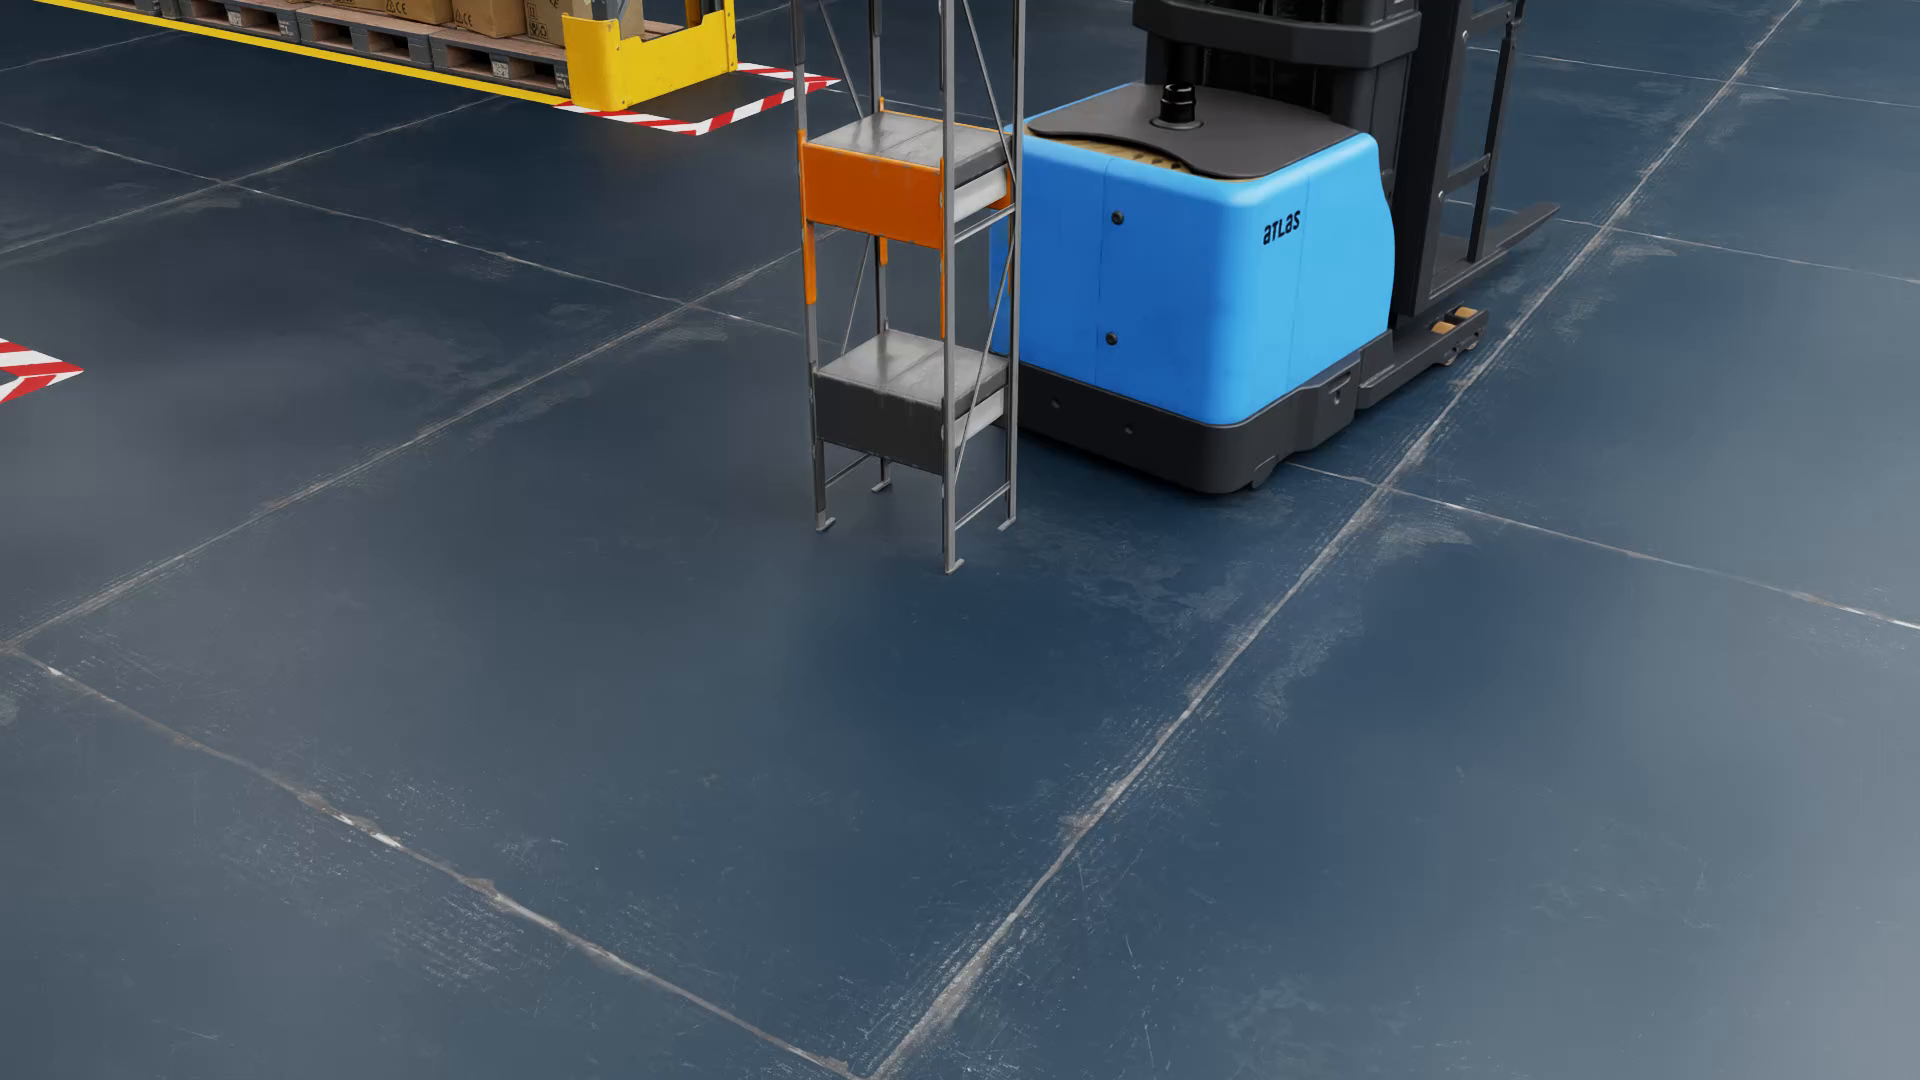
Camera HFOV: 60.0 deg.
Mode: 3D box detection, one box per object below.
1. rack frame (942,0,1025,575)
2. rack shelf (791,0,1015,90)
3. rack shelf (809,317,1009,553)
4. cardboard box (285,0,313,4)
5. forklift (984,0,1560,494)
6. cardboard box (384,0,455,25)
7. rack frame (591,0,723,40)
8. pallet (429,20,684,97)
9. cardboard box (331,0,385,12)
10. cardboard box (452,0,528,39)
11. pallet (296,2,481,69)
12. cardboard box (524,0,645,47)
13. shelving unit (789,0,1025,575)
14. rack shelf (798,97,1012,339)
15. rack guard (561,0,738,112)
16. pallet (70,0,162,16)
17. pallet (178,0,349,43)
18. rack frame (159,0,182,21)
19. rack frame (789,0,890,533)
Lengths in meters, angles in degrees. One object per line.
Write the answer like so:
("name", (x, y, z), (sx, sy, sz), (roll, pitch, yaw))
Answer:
("rack frame", (0.066, -0.886, 4.685), (0.015, 2.100, 0.400), (18, 35, 27))
("rack shelf", (-0.140, -1.544, 4.451), (0.480, 0.518, 0.431), (18, 35, 27))
("rack shelf", (-0.140, -0.335, 5.157), (0.480, 0.518, 0.431), (18, 35, 27))
("cardboard box", (-4.313, -3.876, 10.981), (0.500, 0.500, 0.500), (-23, 37, -33))
("forklift", (1.420, -2.083, 5.912), (1.130, 2.935, 3.031), (23, 37, 34))
("cardboard box", (-3.296, -3.575, 10.465), (0.500, 0.500, 0.500), (21, 36, 32))
("rack frame", (-1.732, -3.977, 9.091), (0.127, 3.000, 1.000), (18, 35, 27))
("pallet", (-2.465, -3.026, 10.227), (1.213, 0.211, 1.003), (18, 35, 27))
("cardboard box", (-3.745, -3.743, 10.754), (0.500, 0.500, 0.500), (14, 33, 23))
("cardboard box", (-2.776, -3.399, 10.163), (0.500, 0.500, 0.500), (-25, 38, -36))
("pallet", (-3.495, -3.353, 10.788), (1.213, 0.211, 1.003), (18, 35, 27))
("cardboard box", (-2.252, -3.254, 9.914), (0.500, 0.500, 0.500), (25, 39, 36))
("shelving unit", (-0.140, -0.951, 4.797), (0.503, 2.100, 0.431), (18, 35, 27))
("rack shelf", (-0.140, -0.940, 4.804), (0.480, 0.518, 0.431), (18, 35, 27))
("rack guard", (-1.796, -2.918, 9.756), (0.348, 0.500, 1.175), (18, 35, 27))
("pallet", (-5.780, -4.052, 11.987), (1.213, 0.211, 1.003), (18, 35, 27))
("pallet", (-4.532, -3.680, 11.348), (1.213, 0.211, 1.003), (18, 35, 27))
("rack frame", (-5.120, -5.049, 10.928), (0.127, 3.000, 1.000), (18, 35, 27))
("rack frame", (-0.347, -1.017, 4.909), (0.015, 2.100, 0.400), (18, 35, 27))
